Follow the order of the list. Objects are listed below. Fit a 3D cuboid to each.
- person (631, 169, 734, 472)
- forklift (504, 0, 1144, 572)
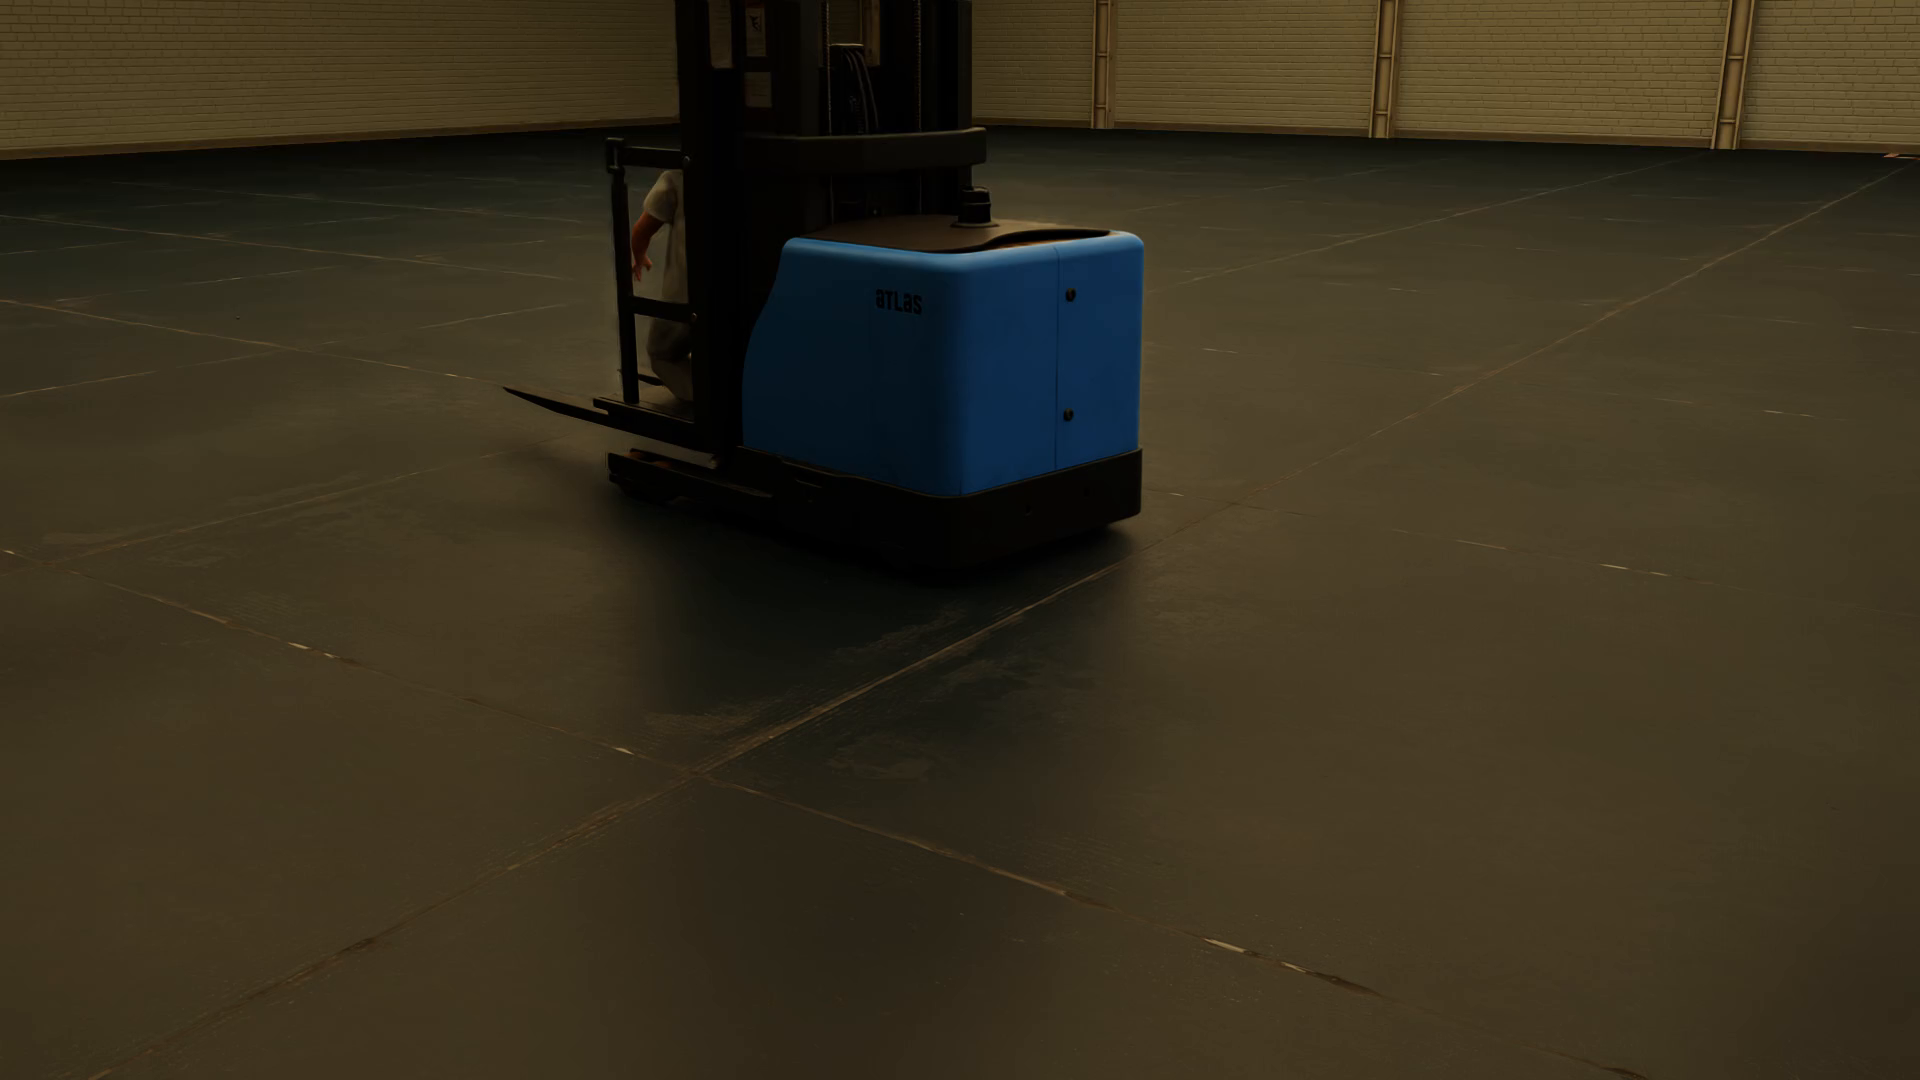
[{"bbox_3d":[-0.887,-0.951,6.438,0.765,1.529,0.730,-3,17,-9],"label":"person"},{"bbox_3d":[-0.743,-1.641,6.321,3.031,2.935,1.130,16,23,42],"label":"forklift"}]
